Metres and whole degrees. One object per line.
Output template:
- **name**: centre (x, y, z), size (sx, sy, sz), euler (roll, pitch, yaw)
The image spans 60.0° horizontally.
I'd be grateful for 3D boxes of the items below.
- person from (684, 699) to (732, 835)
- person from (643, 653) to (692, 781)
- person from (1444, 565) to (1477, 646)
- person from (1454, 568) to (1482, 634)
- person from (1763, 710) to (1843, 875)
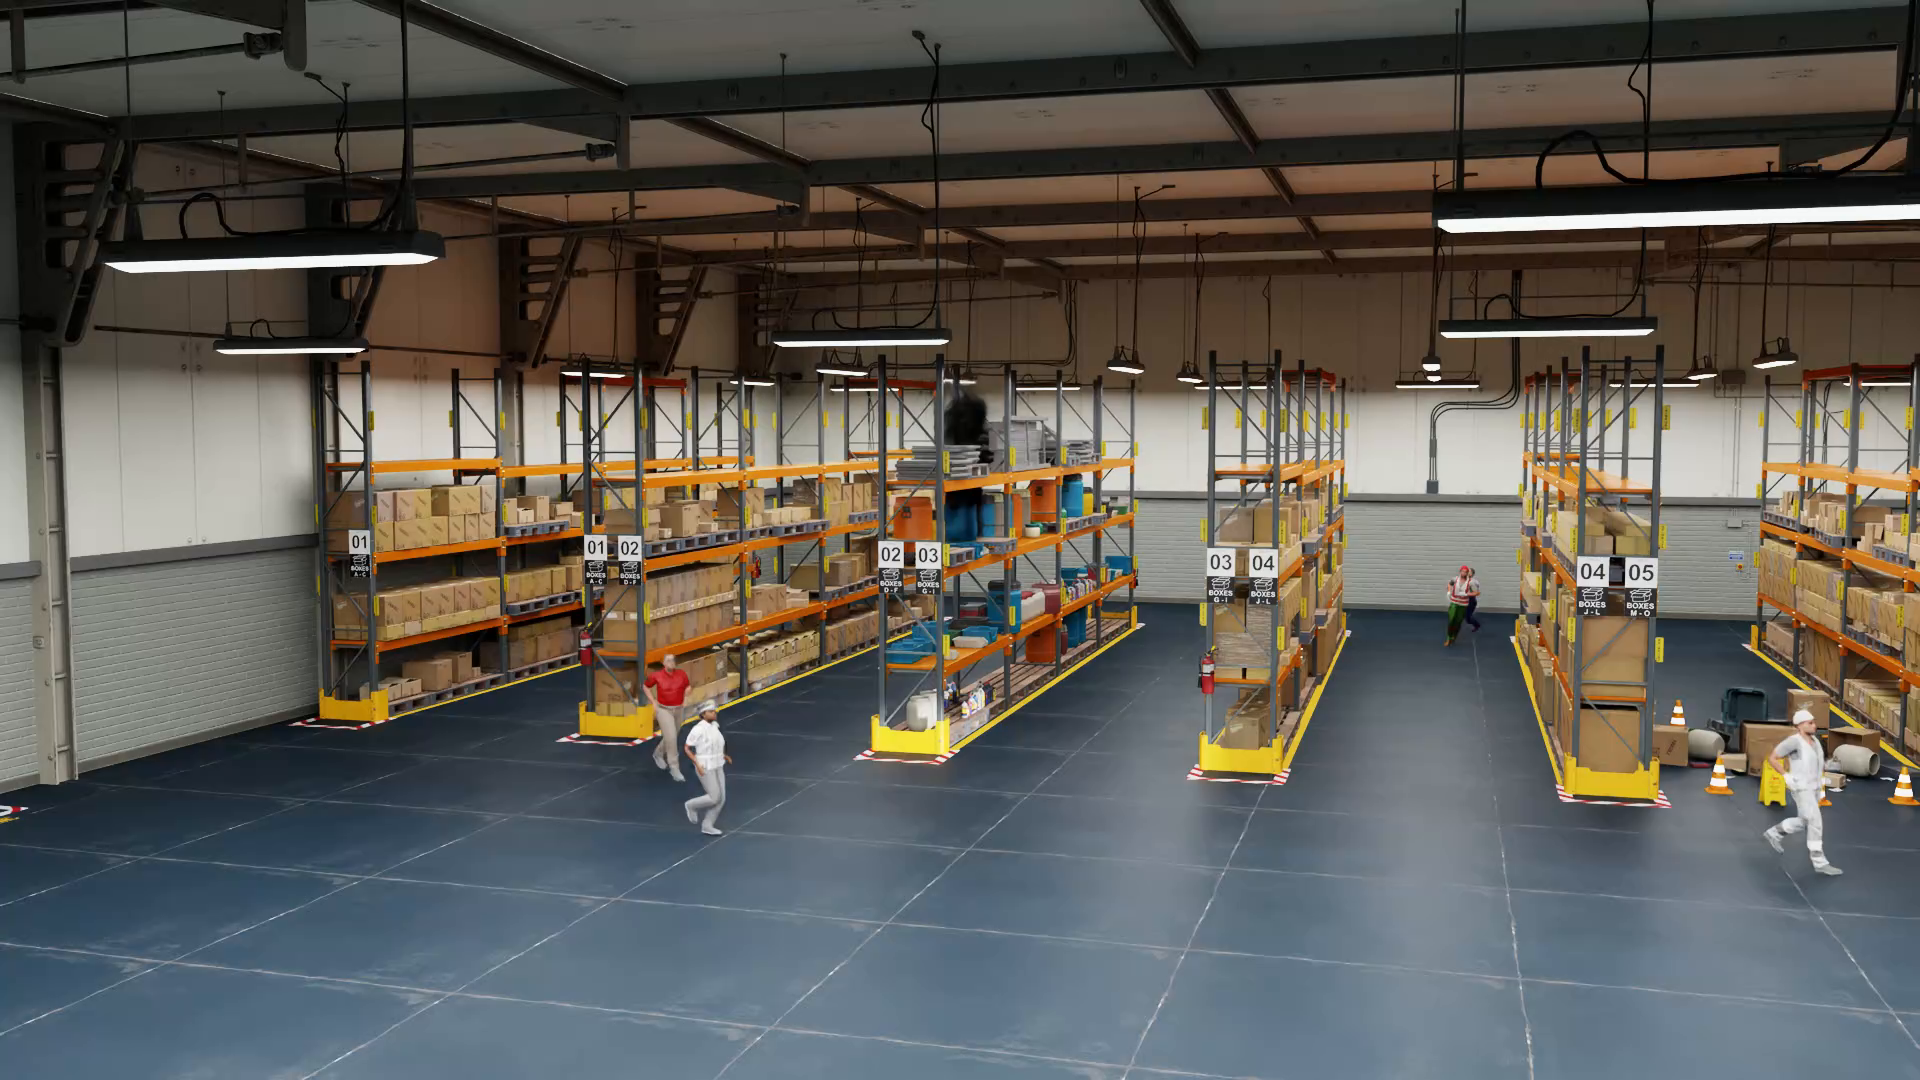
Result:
- **person**: centre (-3.033, 2.742, 20.120), size (0.561, 1.649, 0.574), euler (2, 5, 31)
- **person**: centre (-4.090, 2.466, 23.495), size (0.640, 1.765, 0.910), euler (-4, 5, -41)
- **person**: centre (11.224, 1.472, 37.236), size (0.683, 1.833, 0.746), euler (2, 4, 20)
- **person**: centre (11.845, 1.450, 38.636), size (0.825, 1.592, 0.644), euler (-2, 4, -25)
- **person**: centre (9.404, 2.776, 18.536), size (0.665, 1.768, 0.981), euler (-3, 5, -33)
